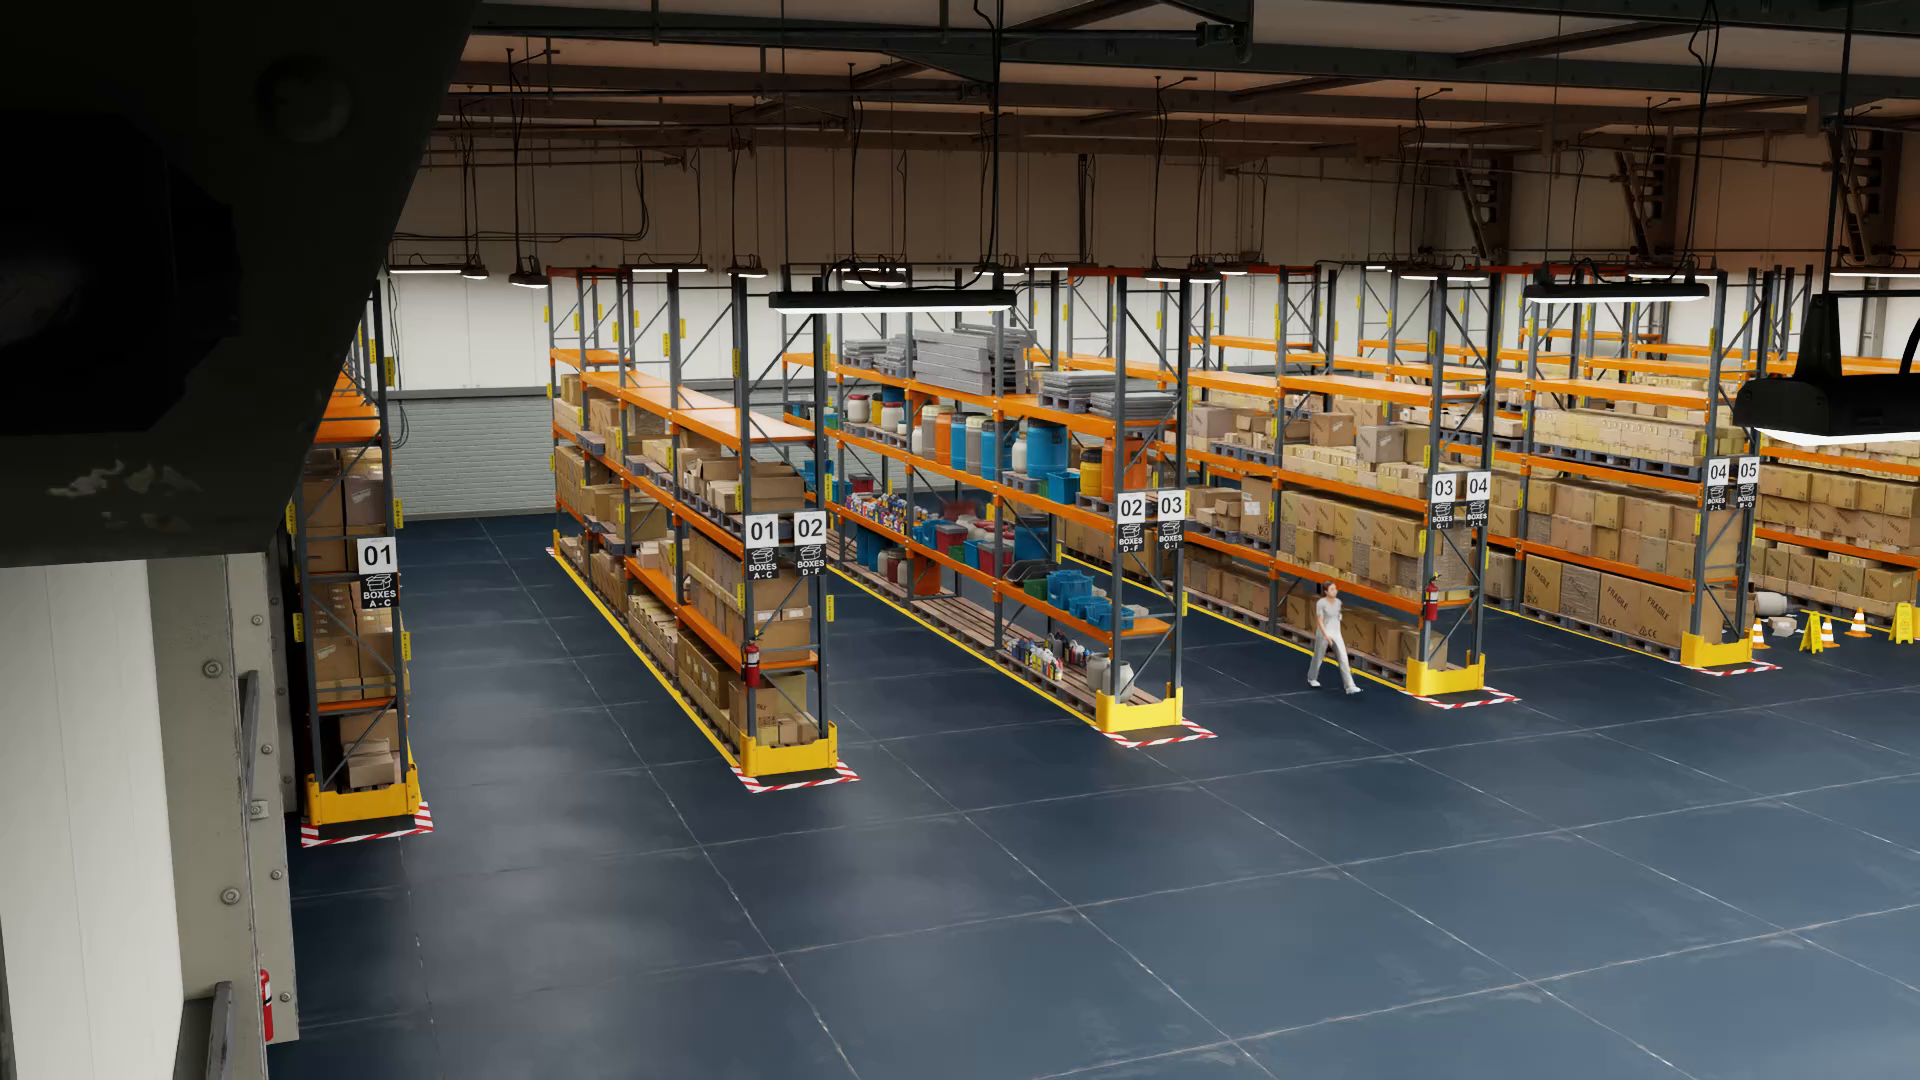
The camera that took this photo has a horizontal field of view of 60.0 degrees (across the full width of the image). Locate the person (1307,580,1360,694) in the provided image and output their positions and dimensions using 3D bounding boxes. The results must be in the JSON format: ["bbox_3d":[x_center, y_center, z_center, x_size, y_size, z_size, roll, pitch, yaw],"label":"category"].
[{"bbox_3d":[5.358,1.390,23.923,0.481,1.612,1.031,-2,10,-11],"label":"person"}]
